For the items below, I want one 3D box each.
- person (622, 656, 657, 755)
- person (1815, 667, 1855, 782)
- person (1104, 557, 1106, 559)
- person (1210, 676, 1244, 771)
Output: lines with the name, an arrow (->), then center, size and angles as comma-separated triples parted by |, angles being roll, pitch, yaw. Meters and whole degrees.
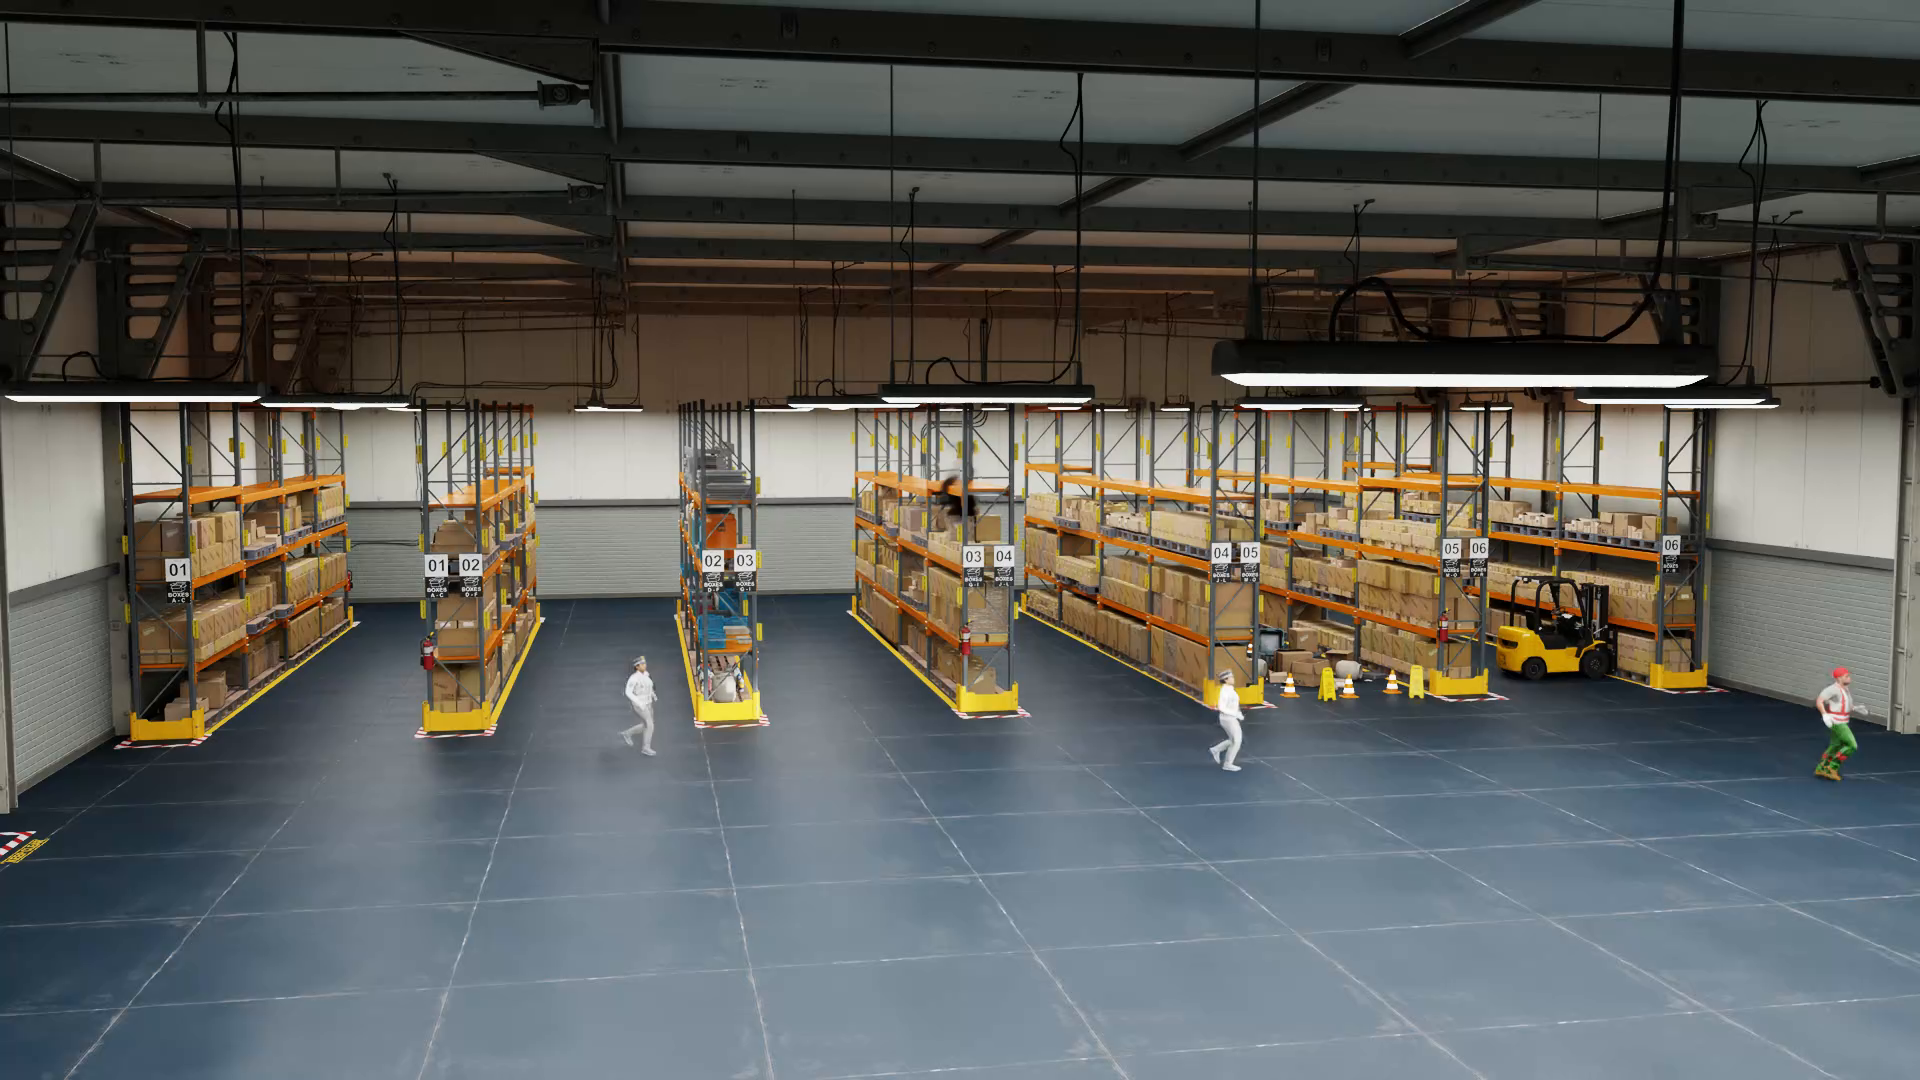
person -> -5.414, 2.783, 28.072 | 0.646, 1.684, 0.614 | 1, 5, 19
person -> 13.716, 2.874, 26.046 | 0.535, 1.784, 0.648 | 4, 6, 40
person -> 4.146, 1.253, 48.013 | 0.588, 1.563, 0.721 | -1, 4, -14
person -> 4.310, 2.905, 26.726 | 0.555, 1.599, 0.430 | 1, 5, 18
